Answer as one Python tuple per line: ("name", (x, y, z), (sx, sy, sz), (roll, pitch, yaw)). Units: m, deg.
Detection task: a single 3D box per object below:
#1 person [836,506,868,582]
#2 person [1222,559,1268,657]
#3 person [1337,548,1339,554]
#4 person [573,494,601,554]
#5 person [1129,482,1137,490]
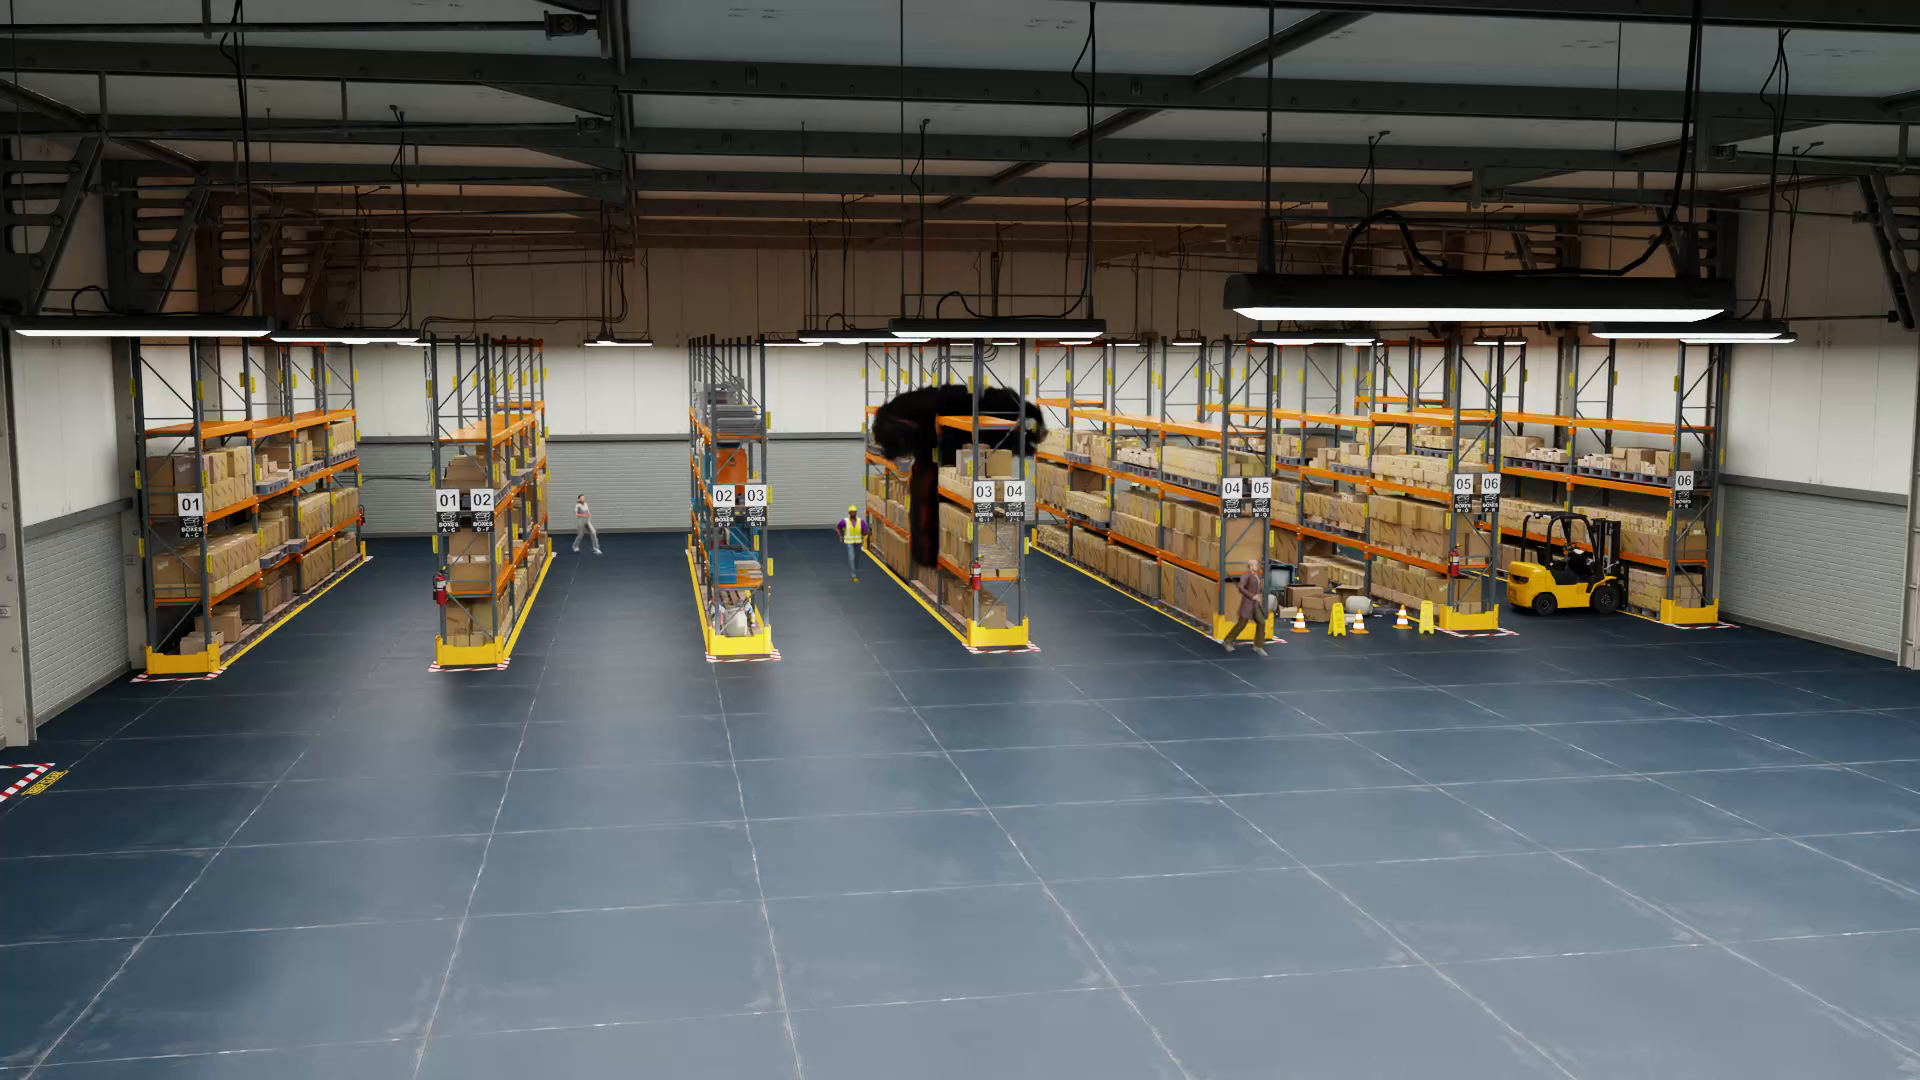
("person", (-2.493, 0.104, 38.910), (0.711, 1.793, 0.901), (-2, 7, -21))
("person", (5.492, 1.262, 31.366), (0.937, 1.798, 0.767), (6, 9, 42))
("person", (10.037, -0.302, 44.863), (0.710, 1.755, 0.948), (-2, 7, -17))
("person", (-10.579, -0.456, 46.729), (0.937, 1.678, 0.570), (6, 9, 40))
("person", (5.260, -0.918, 50.295), (0.759, 1.725, 0.728), (-1, 7, -9))
